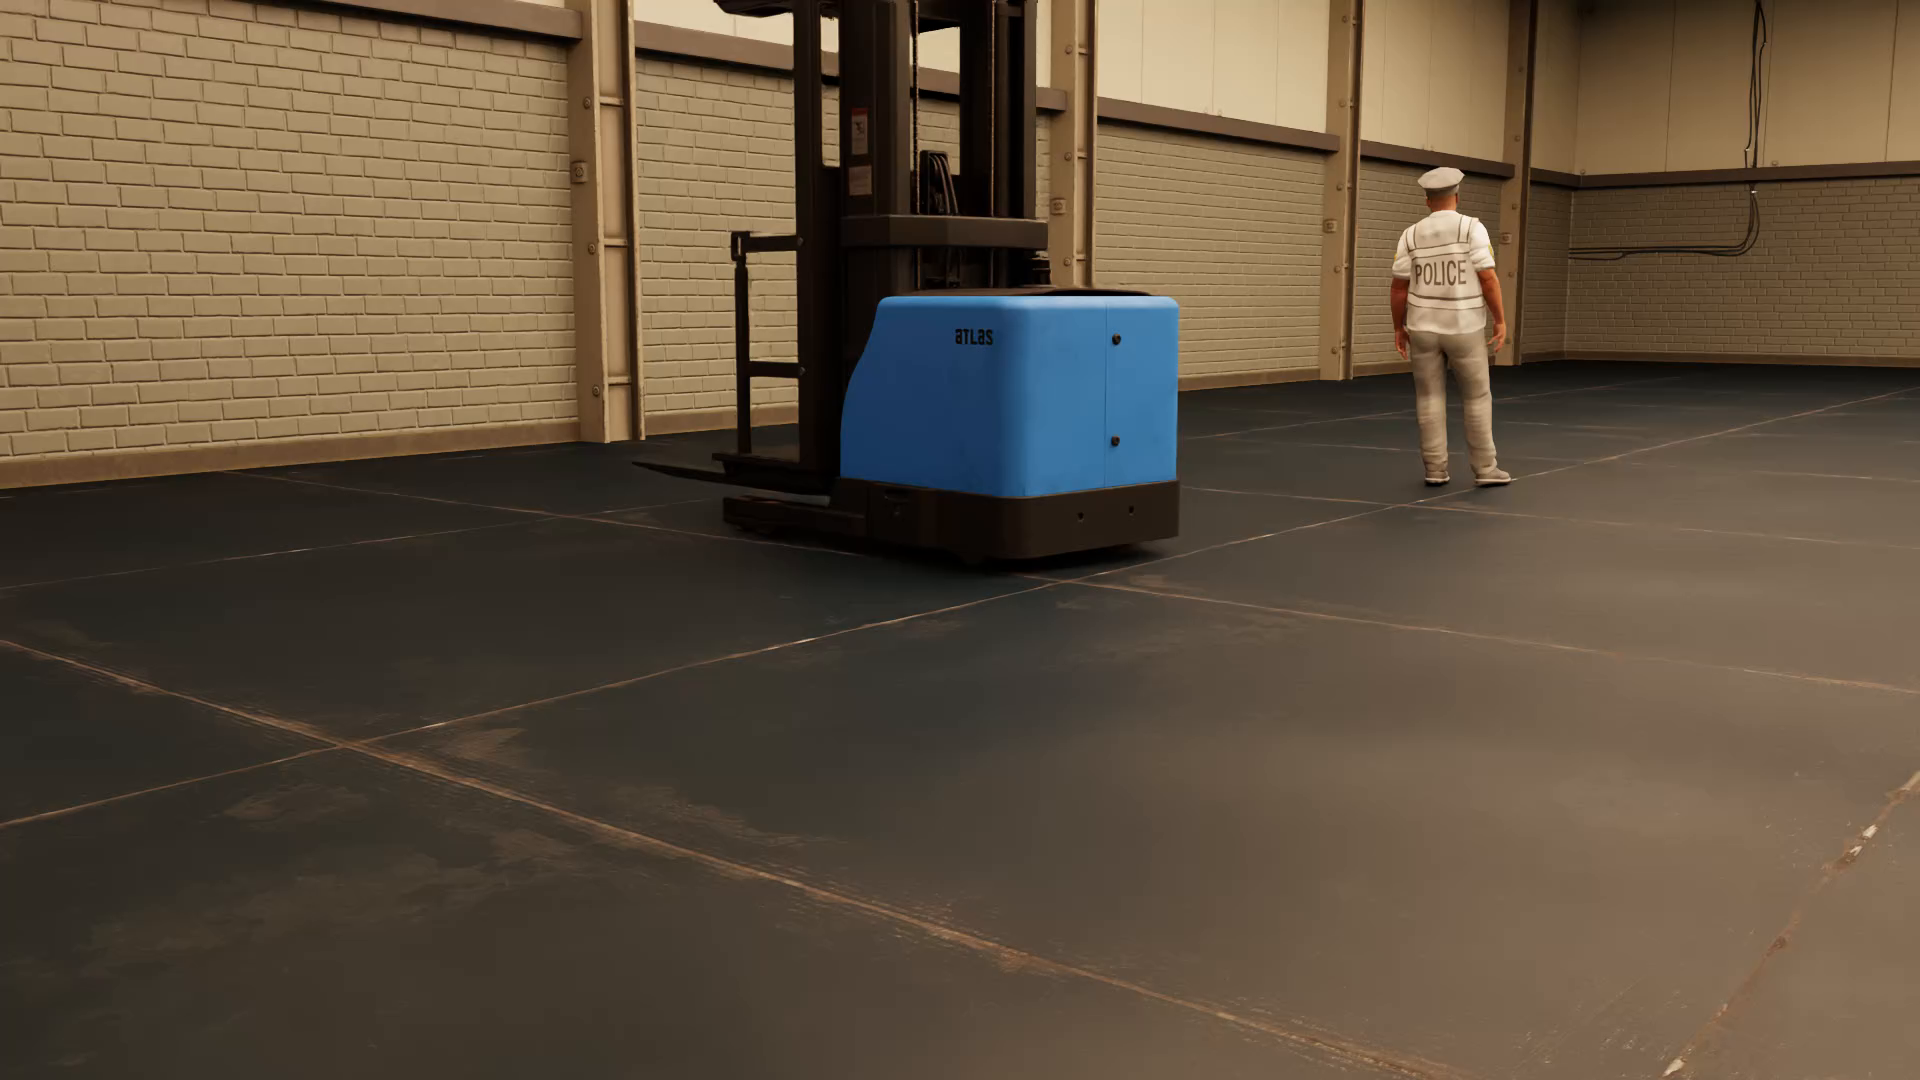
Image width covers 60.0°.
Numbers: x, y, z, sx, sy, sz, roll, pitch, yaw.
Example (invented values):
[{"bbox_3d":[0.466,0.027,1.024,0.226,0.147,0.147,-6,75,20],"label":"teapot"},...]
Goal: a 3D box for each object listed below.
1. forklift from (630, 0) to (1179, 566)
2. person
[{"bbox_3d":[-0.444,-1.510,7.600,1.130,2.935,3.031,-8,11,-42],"label":"forklift"},{"bbox_3d":[2.794,-1.207,9.451,0.640,1.781,0.576,5,10,31],"label":"person"}]
